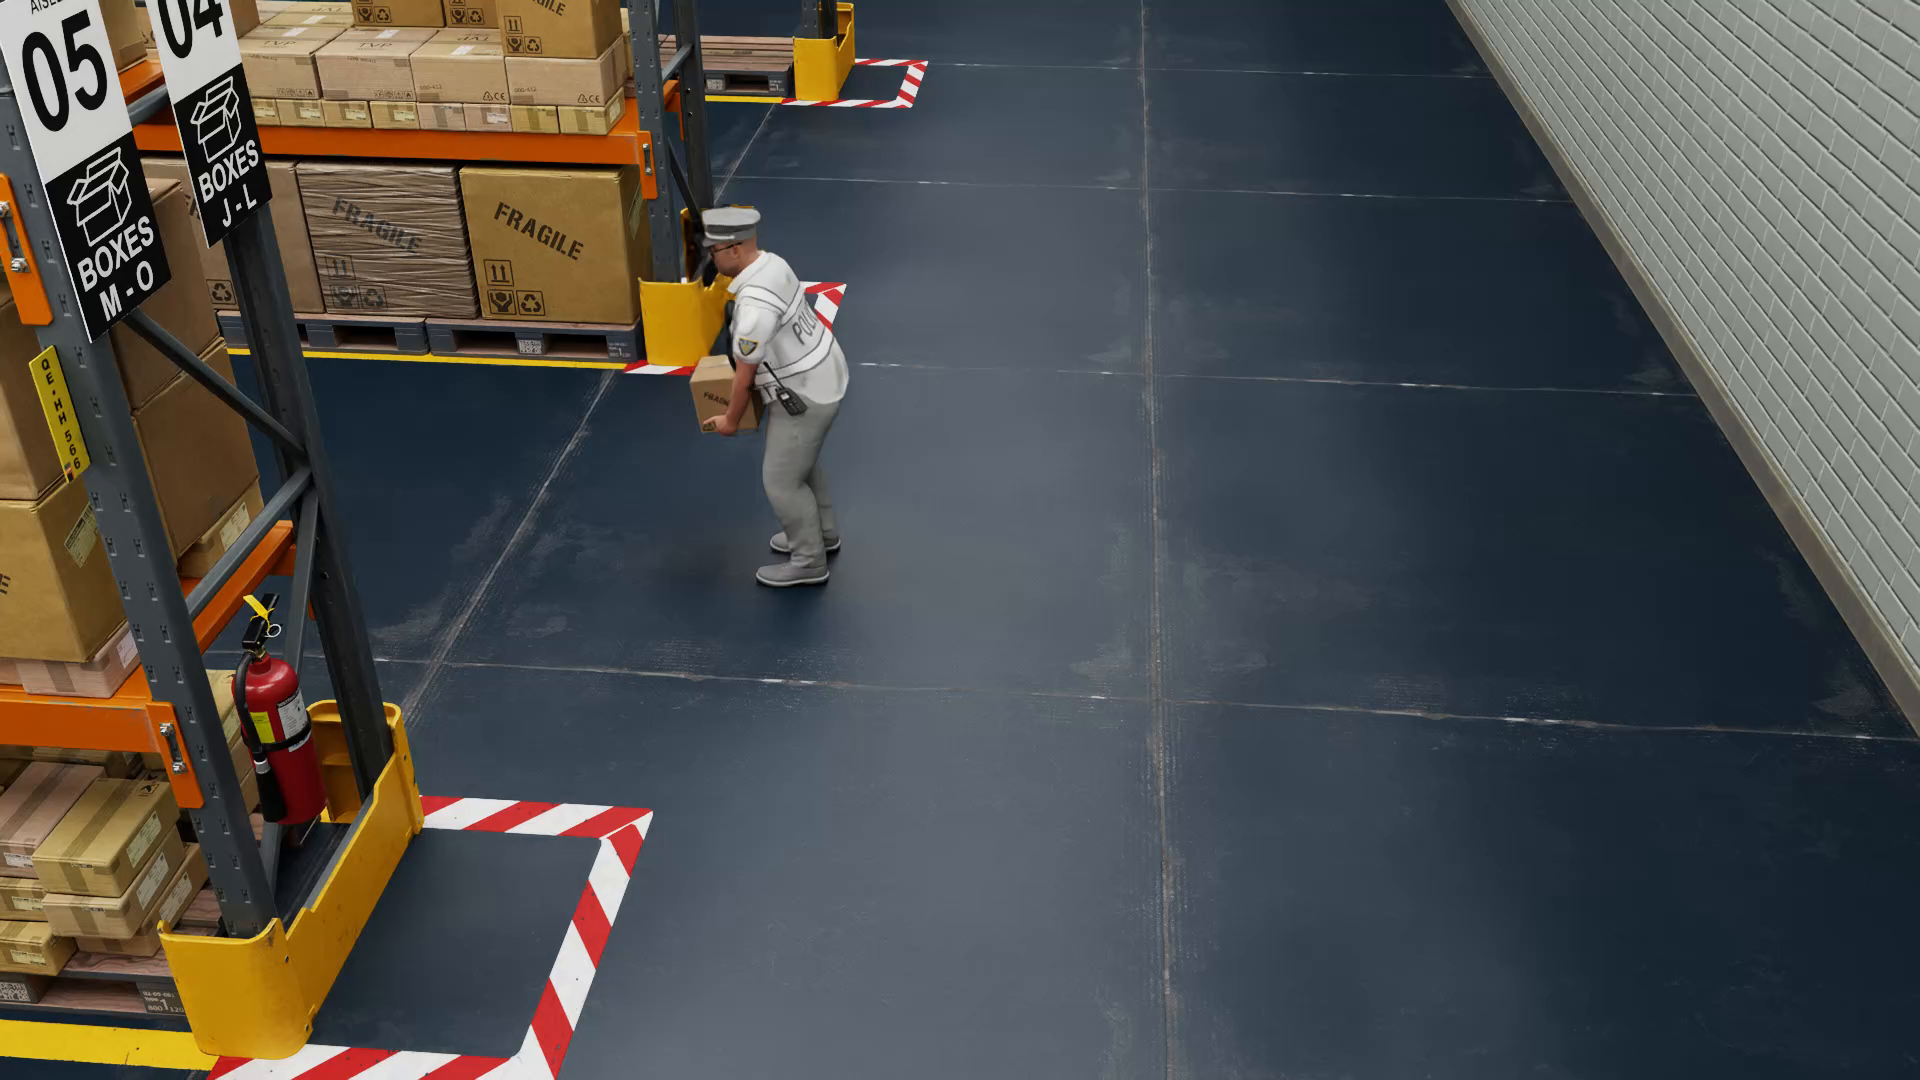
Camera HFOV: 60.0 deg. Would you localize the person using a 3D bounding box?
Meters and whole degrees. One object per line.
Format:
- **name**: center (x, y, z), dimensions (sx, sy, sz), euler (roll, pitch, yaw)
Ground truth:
- **person**: center (-0.789, -0.609, 7.167), dimensions (0.615, 1.704, 0.475), euler (2, 32, 3)
